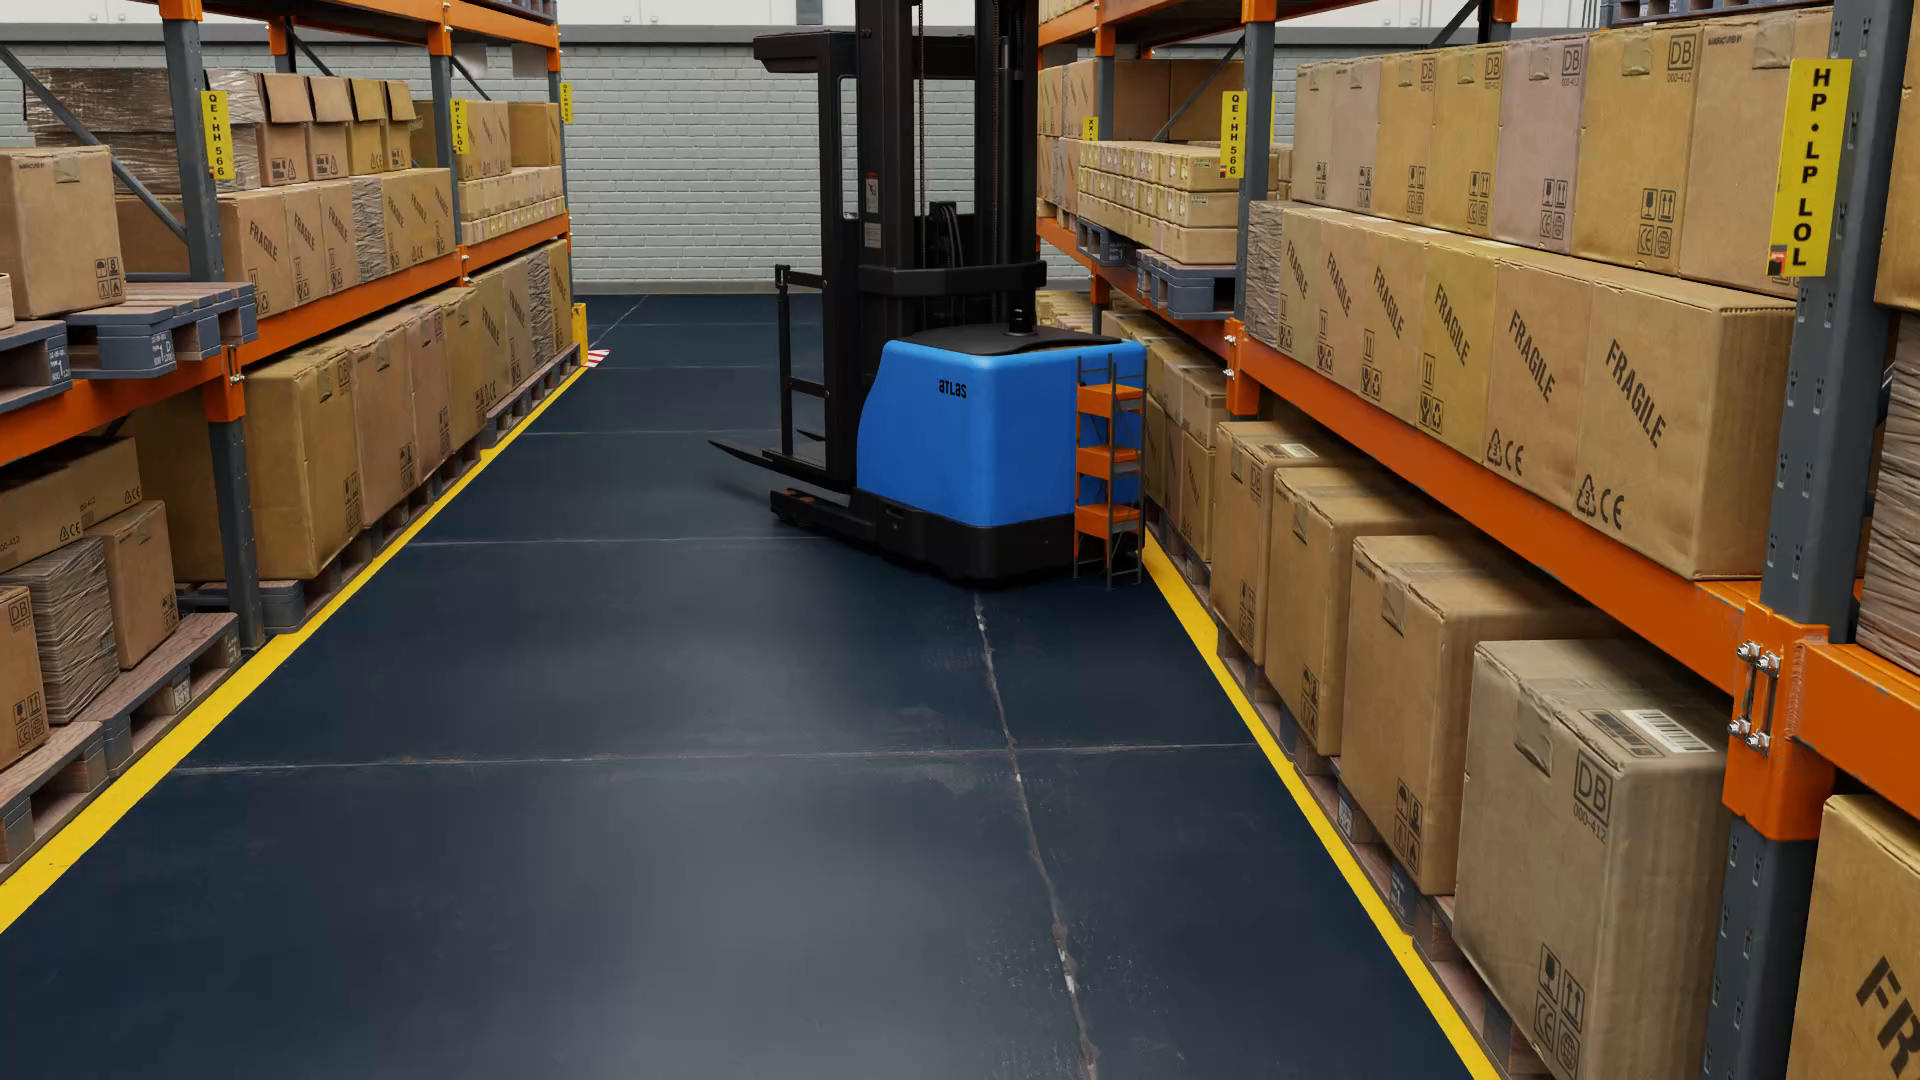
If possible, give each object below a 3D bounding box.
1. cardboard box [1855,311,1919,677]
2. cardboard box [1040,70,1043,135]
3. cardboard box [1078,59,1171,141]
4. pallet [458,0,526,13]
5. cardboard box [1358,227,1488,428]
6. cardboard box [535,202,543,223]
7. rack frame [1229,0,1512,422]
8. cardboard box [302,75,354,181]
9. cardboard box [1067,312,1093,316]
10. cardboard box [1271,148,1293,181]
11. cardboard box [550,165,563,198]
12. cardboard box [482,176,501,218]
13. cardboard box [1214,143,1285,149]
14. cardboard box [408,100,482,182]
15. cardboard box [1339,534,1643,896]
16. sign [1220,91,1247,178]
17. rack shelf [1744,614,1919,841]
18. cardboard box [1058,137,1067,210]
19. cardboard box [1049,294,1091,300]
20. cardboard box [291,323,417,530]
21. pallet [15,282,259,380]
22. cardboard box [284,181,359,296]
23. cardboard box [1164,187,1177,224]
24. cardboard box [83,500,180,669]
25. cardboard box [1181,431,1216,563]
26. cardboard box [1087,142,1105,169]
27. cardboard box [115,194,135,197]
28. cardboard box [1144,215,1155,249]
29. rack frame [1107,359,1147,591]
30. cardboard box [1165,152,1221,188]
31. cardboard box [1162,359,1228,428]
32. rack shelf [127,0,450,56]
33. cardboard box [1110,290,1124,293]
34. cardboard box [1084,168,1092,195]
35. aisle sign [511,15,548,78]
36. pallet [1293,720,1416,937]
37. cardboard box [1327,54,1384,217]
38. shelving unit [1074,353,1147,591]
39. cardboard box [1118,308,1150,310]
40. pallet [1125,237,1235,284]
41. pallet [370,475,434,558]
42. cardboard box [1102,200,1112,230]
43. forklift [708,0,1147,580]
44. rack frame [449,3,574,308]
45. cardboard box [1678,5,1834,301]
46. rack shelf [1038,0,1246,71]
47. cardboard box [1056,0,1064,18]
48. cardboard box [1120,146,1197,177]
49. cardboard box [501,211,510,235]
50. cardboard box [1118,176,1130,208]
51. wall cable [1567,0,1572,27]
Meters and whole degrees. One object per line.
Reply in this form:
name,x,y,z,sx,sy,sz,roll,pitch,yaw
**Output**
cardboard box,1.882,-0.039,2.356,0.875,0.550,0.550,-1,14,-3
cardboard box,0.905,-3.478,13.218,0.500,0.500,0.500,0,14,-2
cardboard box,1.053,-2.837,10.727,0.500,0.500,0.500,-1,14,-5
pallet,-3.718,-3.912,11.869,1.003,0.211,1.213,-1,14,-3
cardboard box,1.452,-0.609,4.674,0.500,0.500,0.500,-1,14,-4
cardboard box,-3.437,-2.531,12.849,0.380,0.149,0.250,-1,14,-5
rack frame,1.600,-1.052,6.597,1.000,3.000,0.127,-1,14,-3
cardboard box,-3.472,-2.046,8.245,0.797,0.503,0.637,0,14,-2
cardboard box,1.010,-1.629,12.523,0.380,0.149,0.250,-1,14,-3
cardboard box,1.700,-1.801,7.974,0.380,0.149,0.250,0,14,-1
cardboard box,-3.558,-2.946,13.659,0.500,0.250,0.500,-1,14,-4
cardboard box,-3.398,-2.312,11.196,0.500,0.250,0.500,-1,14,-4
cardboard box,1.620,-2.124,9.229,0.380,0.149,0.250,-1,14,-4
cardboard box,-3.379,-2.553,10.630,0.500,0.500,0.500,-1,14,-3
cardboard box,1.663,0.436,4.486,1.050,0.750,0.750,-1,14,-3
sign,1.059,-1.564,6.421,0.100,0.325,0.005,-1,14,-3
rack shelf,1.971,0.788,0.887,1.077,0.370,4.000,-1,14,-3
cardboard box,0.979,-2.608,11.847,0.500,0.500,0.500,-1,14,-4
cardboard box,0.935,-1.951,13.772,0.380,0.149,0.250,-1,14,-2
cardboard box,-3.427,-0.569,8.140,1.225,0.875,0.875,-1,14,-3
pallet,-3.207,-0.732,5.738,1.213,0.211,1.003,-1,14,-3
cardboard box,-3.185,-1.430,7.864,0.500,0.500,0.500,-1,14,-4
cardboard box,1.096,-1.460,7.247,0.380,0.149,0.250,0,14,-1
cardboard box,-3.296,0.163,6.007,0.700,0.500,0.500,-2,15,-6
cardboard box,1.298,-0.205,7.476,0.500,0.500,0.500,-1,14,-4
cardboard box,0.941,-2.243,9.691,0.380,0.149,0.250,0,14,-2
cardboard box,-3.635,-1.168,6.847,0.500,0.500,0.500,0,14,-2
cardboard box,1.069,-1.437,7.755,0.380,0.149,0.250,-1,14,-4
rack frame,0.759,-0.291,7.550,0.200,1.050,0.008,-10,18,-34
cardboard box,1.098,-1.600,7.191,0.380,0.149,0.250,-1,14,-4
cardboard box,1.253,-0.700,7.895,0.500,0.250,0.500,-1,14,-3
rack shelf,-3.481,-2.603,8.046,1.077,0.370,4.000,-1,14,-3
cardboard box,1.390,-2.025,14.062,0.380,0.149,0.250,-1,14,-3
cardboard box,0.935,-2.103,9.746,0.380,0.149,0.250,-1,14,-5
aisle sign,-3.558,-4.272,13.893,0.394,0.787,0.004,-1,14,-3
pallet,1.646,0.798,5.001,1.003,0.211,1.213,-1,14,-3
cardboard box,1.650,-1.347,5.537,0.700,0.500,0.500,-1,14,-4
shelving unit,0.688,-0.316,7.646,0.215,1.050,0.252,-10,18,-34
cardboard box,1.422,-1.701,12.801,0.380,0.149,0.250,-1,14,-5
pallet,1.436,-1.451,8.532,1.003,0.211,1.213,-1,14,-3
pallet,-3.403,-0.150,8.687,1.003,0.211,1.213,-1,14,-3
cardboard box,0.982,-1.767,9.036,0.380,0.149,0.250,-2,15,-6
forklift,-0.361,-1.546,8.652,1.130,2.935,3.031,-10,18,-34
rack frame,-3.853,-2.991,14.130,1.000,3.000,0.127,-1,14,-3
cardboard box,1.811,-0.714,3.073,0.700,0.500,0.500,-1,14,-4
rack shelf,1.228,-3.649,12.112,1.077,0.370,4.000,-1,14,-3
cardboard box,0.971,-3.919,12.019,0.500,0.250,0.500,-1,14,-4
cardboard box,1.019,-1.923,8.450,0.380,0.149,0.250,0,14,-2
cardboard box,-3.359,-2.213,11.610,0.380,0.149,0.250,-1,14,-4
cardboard box,1.016,-1.779,8.485,0.380,0.149,0.250,-1,14,-5
wall cable,6.156,-7.470,19.501,2.355,3.000,0.029,-1,14,-3
